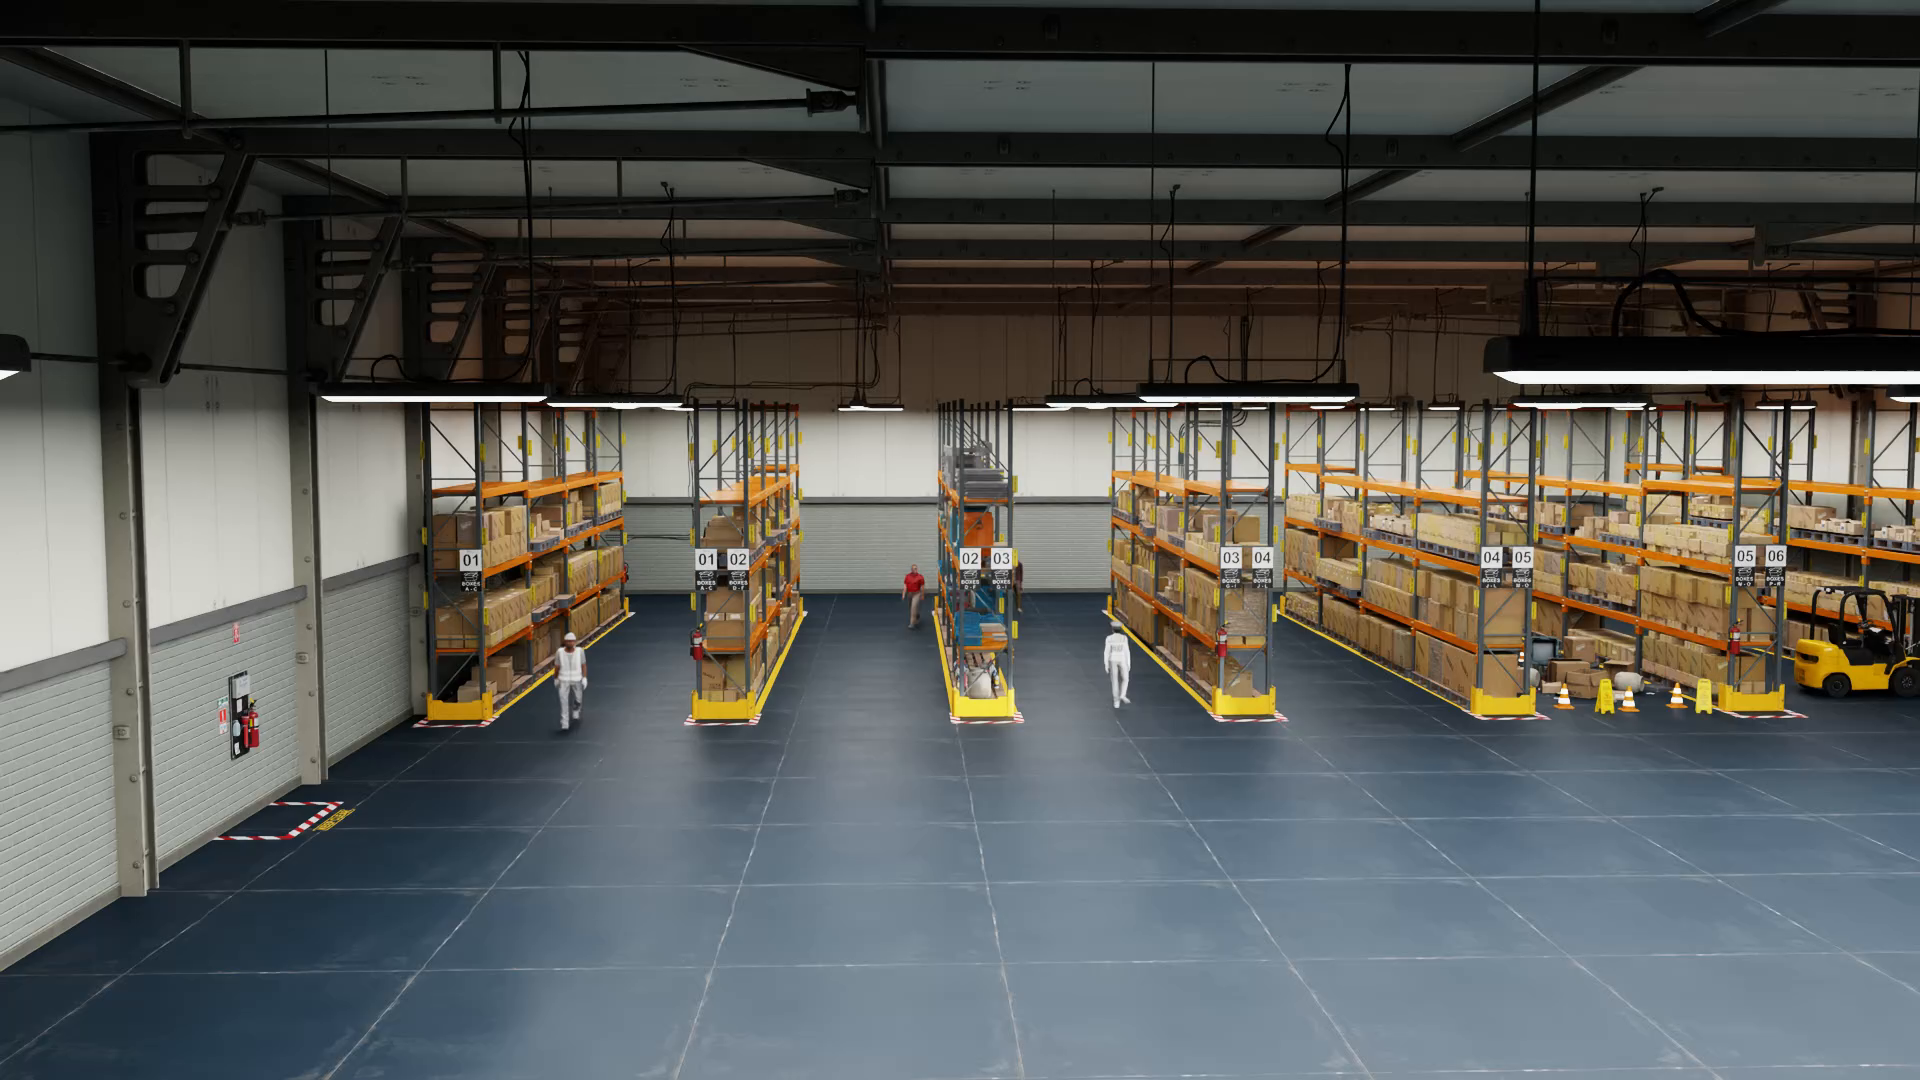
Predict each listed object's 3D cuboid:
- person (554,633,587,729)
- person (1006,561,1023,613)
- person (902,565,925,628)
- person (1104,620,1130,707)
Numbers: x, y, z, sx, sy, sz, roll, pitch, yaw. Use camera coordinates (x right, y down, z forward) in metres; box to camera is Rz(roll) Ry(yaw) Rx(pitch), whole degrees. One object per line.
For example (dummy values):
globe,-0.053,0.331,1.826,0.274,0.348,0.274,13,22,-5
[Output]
person,-7.125,2.550,30.414,0.573,1.730,1.020,-2,5,-19
person,1.527,1.228,47.781,0.627,1.668,1.128,-1,4,-7
person,-1.226,1.486,44.571,0.535,1.669,1.085,2,5,25
person,3.067,2.414,32.465,0.519,1.676,0.447,1,4,8
